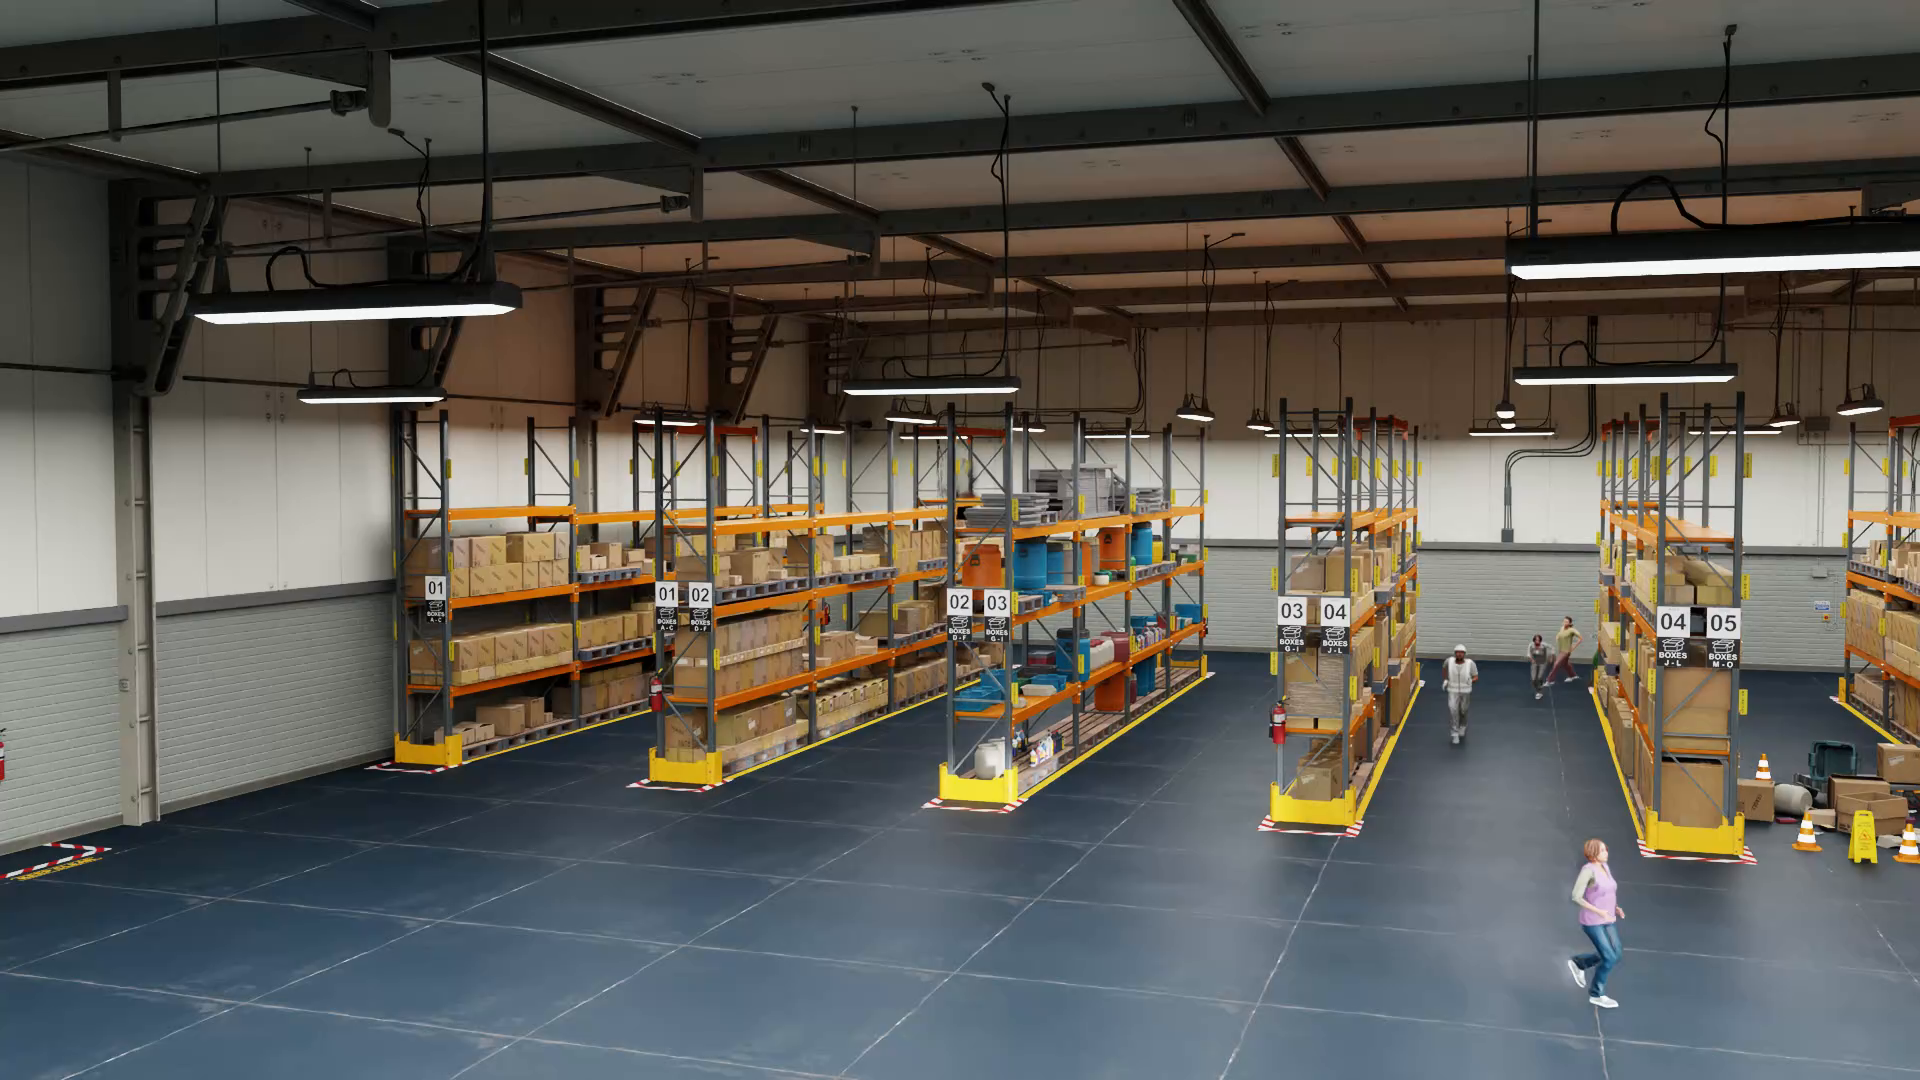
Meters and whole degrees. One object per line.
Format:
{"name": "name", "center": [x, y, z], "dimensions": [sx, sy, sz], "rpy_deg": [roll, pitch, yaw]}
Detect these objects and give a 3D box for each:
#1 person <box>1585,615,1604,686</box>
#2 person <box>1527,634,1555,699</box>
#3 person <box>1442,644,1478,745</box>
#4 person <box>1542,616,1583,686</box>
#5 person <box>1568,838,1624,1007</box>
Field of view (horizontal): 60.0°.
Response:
{"name": "person", "center": [14.857, 2.473, 38.291], "dimensions": [0.852, 1.826, 0.711], "rpy_deg": [1, 3, 13]}
{"name": "person", "center": [12.591, 2.745, 36.061], "dimensions": [0.556, 1.440, 0.758], "rpy_deg": [1, 3, 26]}
{"name": "person", "center": [9.177, 2.802, 30.524], "dimensions": [0.624, 1.801, 0.975], "rpy_deg": [1, 3, 15]}
{"name": "person", "center": [13.894, 2.549, 38.154], "dimensions": [0.980, 1.623, 0.674], "rpy_deg": [-1, 3, -19]}
{"name": "person", "center": [5.915, 3.559, 15.537], "dimensions": [0.534, 1.542, 0.565], "rpy_deg": [-2, 3, -40]}
